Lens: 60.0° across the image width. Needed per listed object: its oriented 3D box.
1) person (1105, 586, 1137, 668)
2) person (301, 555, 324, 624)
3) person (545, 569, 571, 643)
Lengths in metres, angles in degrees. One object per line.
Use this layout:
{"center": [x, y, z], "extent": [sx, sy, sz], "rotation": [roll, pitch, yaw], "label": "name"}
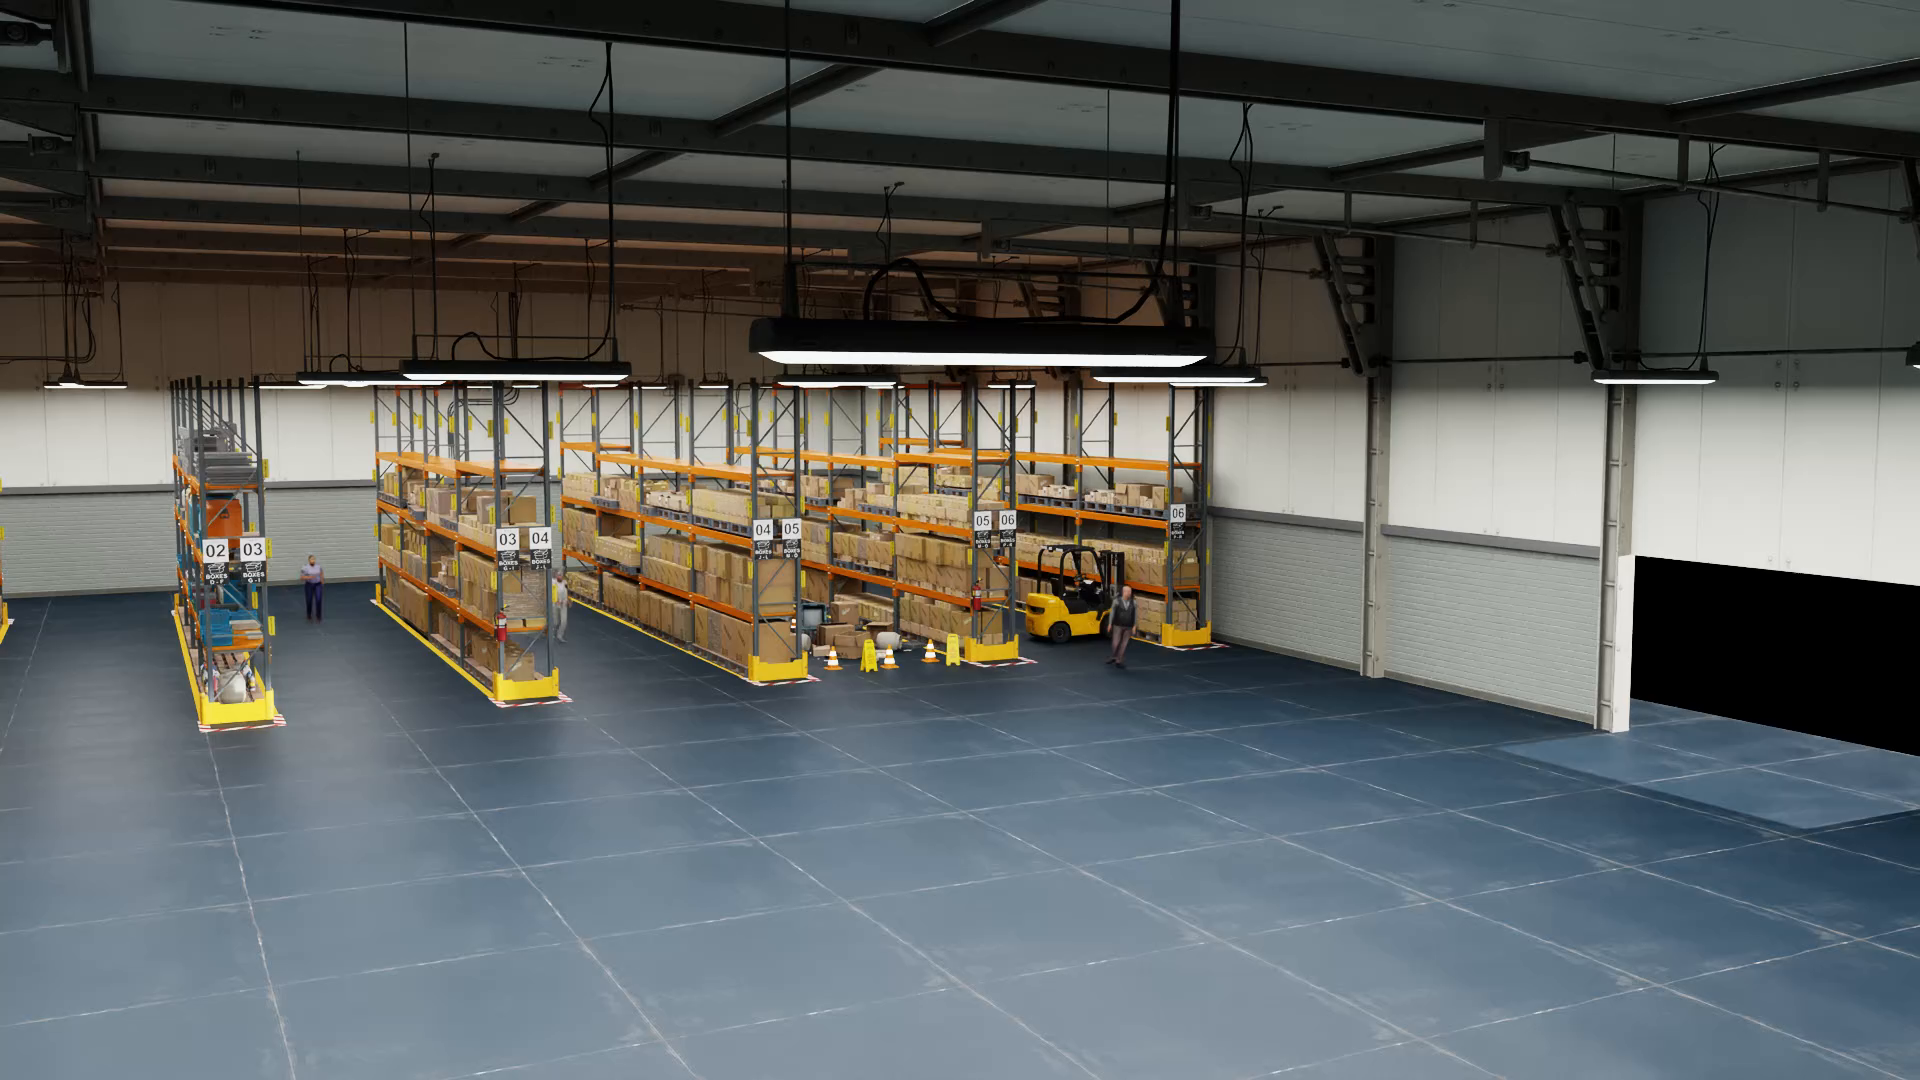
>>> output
{"center": [3.344, 1.800, 34.445], "extent": [0.653, 1.703, 0.450], "rotation": [-1, 5, -13], "label": "person"}
{"center": [-16.140, 1.210, 41.438], "extent": [0.556, 1.695, 0.855], "rotation": [-3, 6, -28], "label": "person"}
{"center": [-9.252, 1.493, 38.066], "extent": [0.659, 1.725, 0.775], "rotation": [-5, 7, -45], "label": "person"}
